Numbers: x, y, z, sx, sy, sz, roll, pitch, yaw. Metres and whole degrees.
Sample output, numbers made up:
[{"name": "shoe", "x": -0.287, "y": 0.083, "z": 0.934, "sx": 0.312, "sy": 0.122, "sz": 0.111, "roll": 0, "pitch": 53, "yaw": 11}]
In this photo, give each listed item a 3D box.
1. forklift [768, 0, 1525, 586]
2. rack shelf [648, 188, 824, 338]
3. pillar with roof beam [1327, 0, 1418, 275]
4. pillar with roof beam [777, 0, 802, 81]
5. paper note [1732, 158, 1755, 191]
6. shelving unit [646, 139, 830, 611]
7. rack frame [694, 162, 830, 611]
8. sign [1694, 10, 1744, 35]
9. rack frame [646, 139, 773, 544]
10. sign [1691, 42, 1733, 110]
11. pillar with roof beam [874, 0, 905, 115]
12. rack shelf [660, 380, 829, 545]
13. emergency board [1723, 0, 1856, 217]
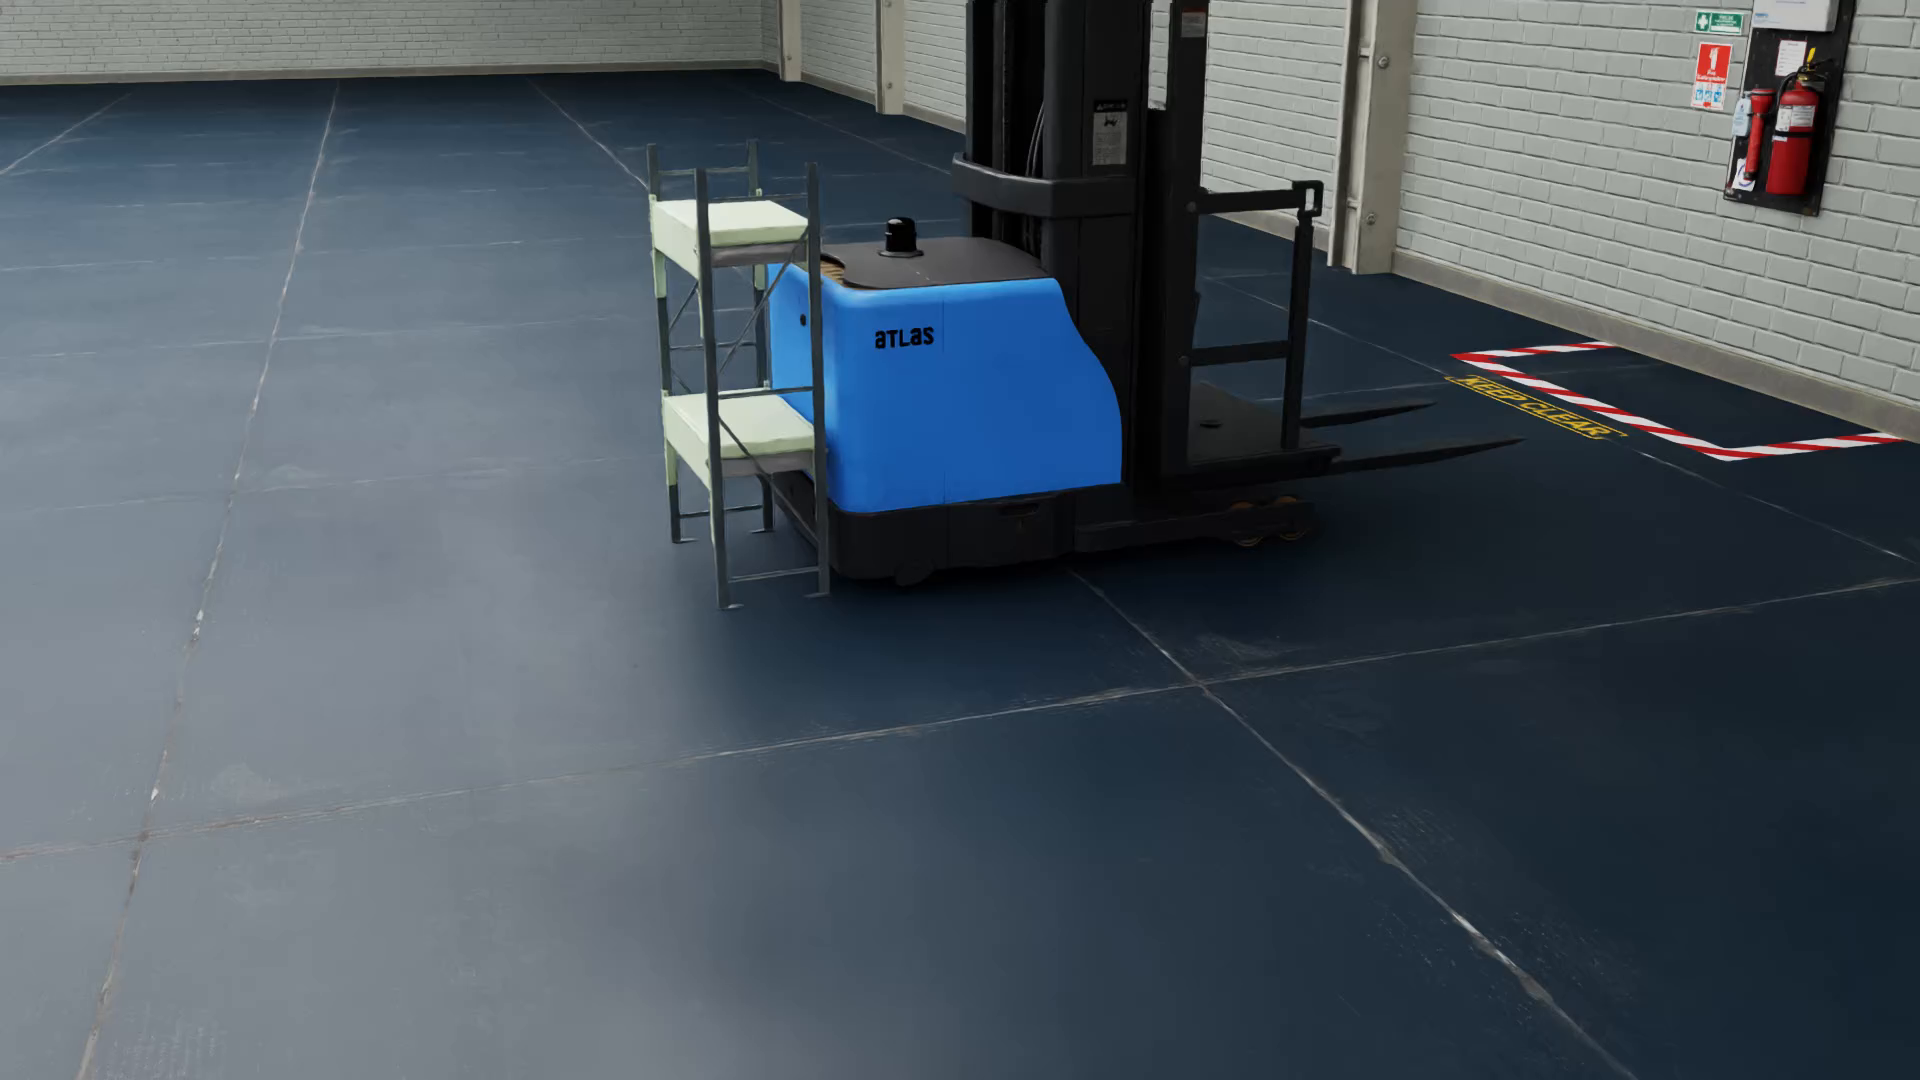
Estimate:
[{"name": "forklift", "x": 0.827, "y": -1.512, "z": 6.292, "sx": 3.031, "sy": 2.935, "sz": 1.130, "roll": -7, "pitch": 21, "yaw": -20}, {"name": "rack shelf", "x": -0.784, "y": -0.970, "z": 5.745, "sx": 0.431, "sy": 0.370, "sz": 0.720, "roll": -8, "pitch": 21, "yaw": -20}, {"name": "pillar with roof beam", "x": -1.254, "y": -5.699, "z": 8.971, "sx": 9.100, "sy": 9.000, "sz": 0.400, "roll": -6, "pitch": 21, "yaw": -17}, {"name": "pillar with roof beam", "x": -6.912, "y": -11.475, "z": 25.053, "sx": 9.100, "sy": 9.000, "sz": 0.400, "roll": -6, "pitch": 21, "yaw": -17}, {"name": "paper note", "x": 3.988, "y": -1.854, "z": 8.445, "sx": 0.016, "sy": 0.148, "sz": 0.142, "roll": -6, "pitch": 21, "yaw": -17}, {"name": "shelving unit", "x": -0.784, "y": -0.603, "z": 5.876, "sx": 0.431, "sy": 1.500, "sz": 0.755, "roll": -8, "pitch": 21, "yaw": -20}, {"name": "rack frame", "x": -0.649, "y": -0.488, "z": 5.557, "sx": 0.400, "sy": 1.500, "sz": 0.023, "roll": -8, "pitch": 21, "yaw": -20}, {"name": "sign", "x": 3.895, "y": -2.657, "z": 8.540, "sx": 0.001, "sy": 0.109, "sz": 0.331, "roll": -6, "pitch": 21, "yaw": -17}, {"name": "rack frame", "x": -0.920, "y": -0.718, "z": 6.196, "sx": 0.400, "sy": 1.500, "sz": 0.023, "roll": -8, "pitch": 21, "yaw": -20}, {"name": "sign", "x": 3.902, "y": -2.410, "z": 8.636, "sx": 0.001, "sy": 0.329, "sz": 0.234, "roll": -6, "pitch": 21, "yaw": -17}, {"name": "pillar with roof beam", "x": -5.026, "y": -9.550, "z": 19.693, "sx": 9.100, "sy": 9.000, "sz": 0.400, "roll": -6, "pitch": 21, "yaw": -17}, {"name": "rack shelf", "x": -0.784, "y": -0.296, "z": 5.987, "sx": 0.431, "sy": 0.370, "sz": 0.720, "roll": -8, "pitch": 21, "yaw": -20}, {"name": "emergency board", "x": 3.978, "y": -2.205, "z": 8.117, "sx": 0.194, "sy": 1.169, "sz": 0.643, "roll": -6, "pitch": 21, "yaw": -17}]
